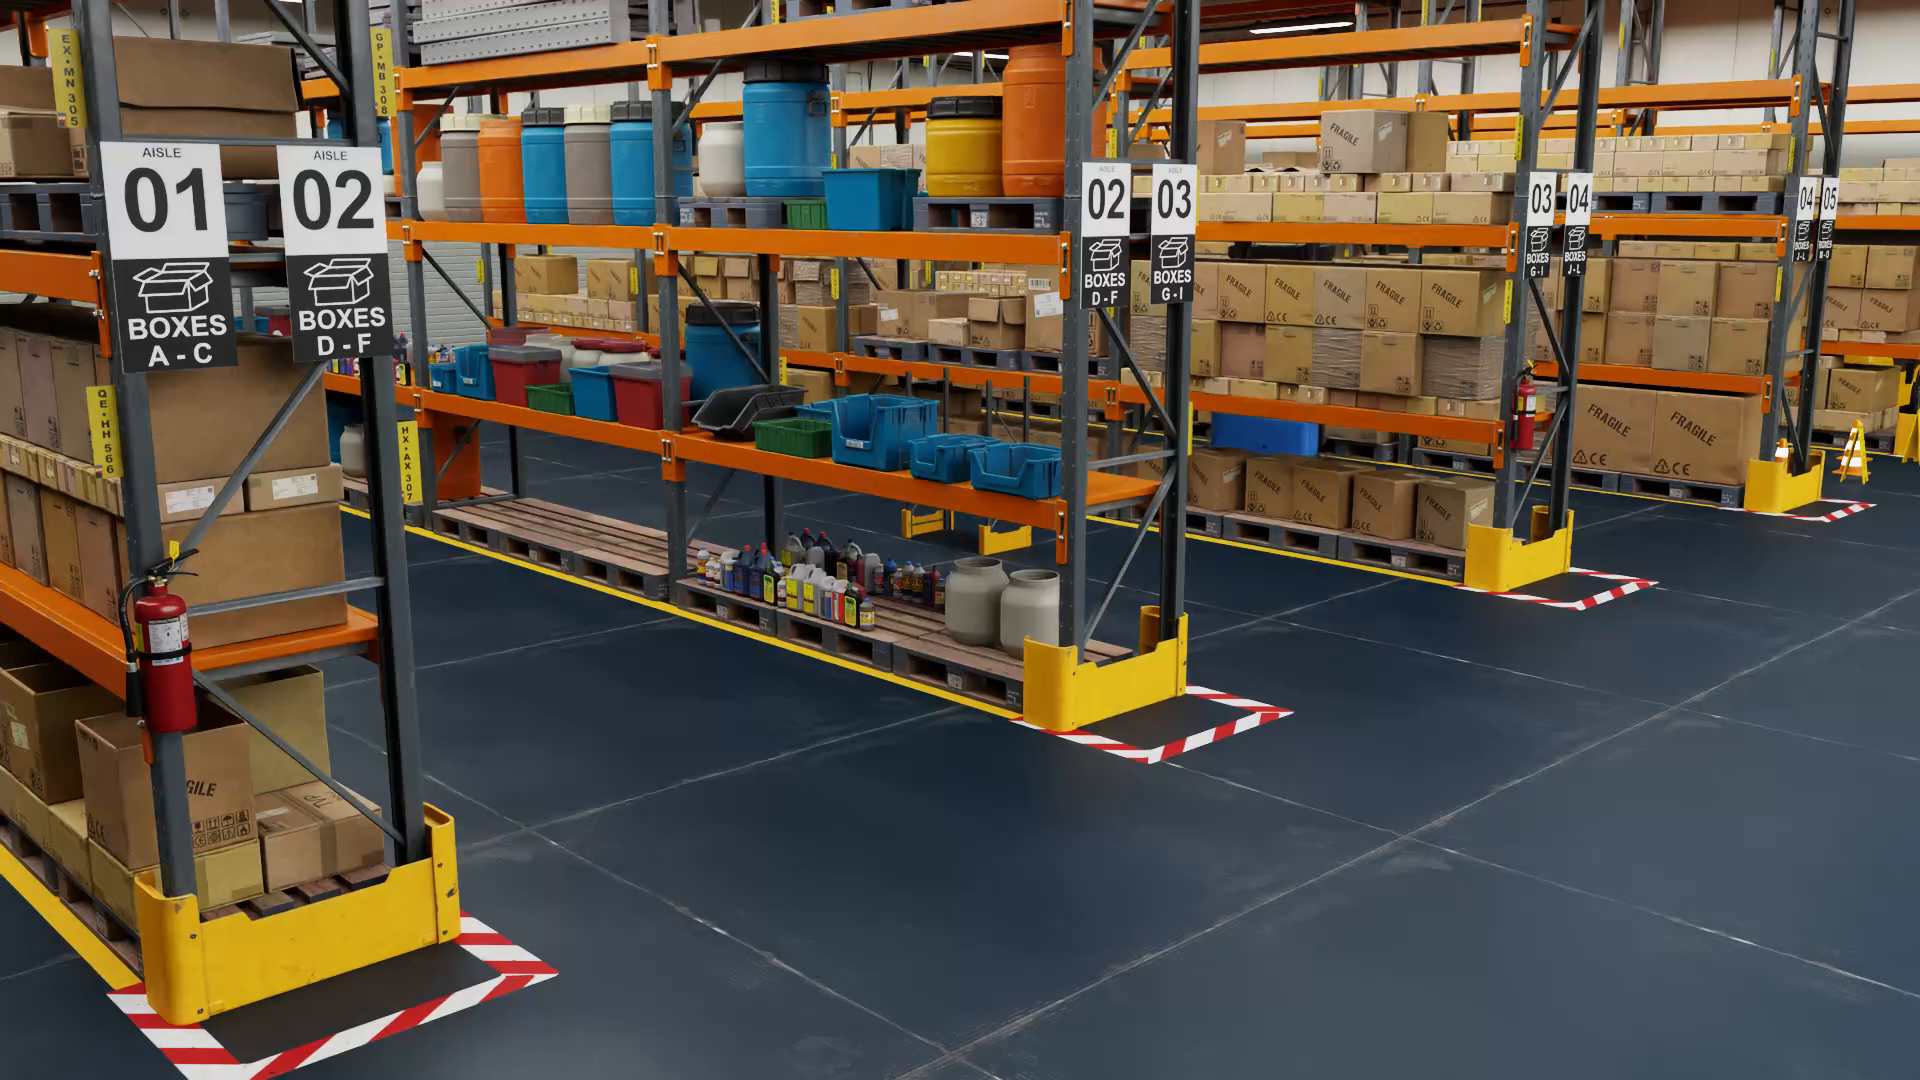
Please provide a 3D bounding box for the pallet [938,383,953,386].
[{"bbox_3d":[-0.565,-2.307,25.585,1.003,0.211,1.213,-11,16,-43],"label":"pallet"}]

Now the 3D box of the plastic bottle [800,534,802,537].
[{"bbox_3d":[-1.220,0.094,12.664,0.061,0.283,0.133,-10,15,-40],"label":"plastic bottle"}]

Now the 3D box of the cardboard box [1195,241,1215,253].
[{"bbox_3d":[3.902,-4.648,27.313,0.500,0.500,0.500,-11,16,-43],"label":"cardboard box"}]

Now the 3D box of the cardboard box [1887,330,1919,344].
[{"bbox_3d":[11.308,-2.434,19.917,0.380,0.149,0.250,-10,15,-41],"label":"cardboard box"}]

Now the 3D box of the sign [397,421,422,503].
[{"bbox_3d":[-2.208,-0.311,6.646,0.100,0.325,0.005,-11,16,-43],"label":"sign"}]

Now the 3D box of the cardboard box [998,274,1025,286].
[{"bbox_3d":[0.757,-3.643,23.270,0.380,0.149,0.250,-10,15,-40],"label":"cardboard box"}]

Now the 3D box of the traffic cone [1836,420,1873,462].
[{"bbox_3d":[10.491,-1.173,19.459,0.336,0.463,0.334,-11,16,-43],"label":"traffic cone"}]

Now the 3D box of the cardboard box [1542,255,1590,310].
[{"bbox_3d":[6.416,-2.794,17.990,0.875,0.550,0.550,-11,16,-43],"label":"cardboard box"}]

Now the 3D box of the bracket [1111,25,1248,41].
[{"bbox_3d":[4.870,-10.292,33.645,0.076,0.066,4.783,-11,16,-43],"label":"bracket"}]

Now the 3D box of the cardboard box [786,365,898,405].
[{"bbox_3d":[-1.432,-1.588,19.410,0.875,0.875,1.225,11,16,43],"label":"cardboard box"}]

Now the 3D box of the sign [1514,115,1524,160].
[{"bbox_3d":[4.139,-2.980,12.315,0.100,0.325,0.005,-11,16,-43],"label":"sign"}]

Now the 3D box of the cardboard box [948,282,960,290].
[{"bbox_3d":[0.044,-3.649,24.033,0.380,0.149,0.250,-11,16,-44],"label":"cardboard box"}]

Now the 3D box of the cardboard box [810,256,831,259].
[{"bbox_3d":[-2.024,-4.593,26.310,0.500,0.500,0.500,-11,16,-44],"label":"cardboard box"}]

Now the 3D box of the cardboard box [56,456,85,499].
[{"bbox_3d":[-3.546,-0.280,6.982,0.380,0.149,0.250,-11,16,-42],"label":"cardboard box"}]

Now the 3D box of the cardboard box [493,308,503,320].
[{"bbox_3d":[-6.489,-3.266,23.953,0.380,0.149,0.250,-11,16,-42],"label":"cardboard box"}]

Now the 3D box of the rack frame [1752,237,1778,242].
[{"bbox_3d":[12.546,-3.809,25.965,1.000,3.000,0.127,-11,16,-43],"label":"rack frame"}]

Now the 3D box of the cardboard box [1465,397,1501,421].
[{"bbox_3d":[4.208,-1.042,13.156,0.380,0.149,0.250,-11,16,-43],"label":"cardboard box"}]

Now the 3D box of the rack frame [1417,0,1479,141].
[{"bbox_3d":[5.449,-5.350,18.580,1.000,3.000,0.127,-11,16,-43],"label":"rack frame"}]

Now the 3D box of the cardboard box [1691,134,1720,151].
[{"bbox_3d":[7.385,-3.895,16.310,0.380,0.149,0.250,-11,16,-42],"label":"cardboard box"}]

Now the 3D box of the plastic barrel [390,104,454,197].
[{"bbox_3d":[-4.943,-3.598,15.401,0.600,0.830,0.708,-11,16,-43],"label":"plastic barrel"}]

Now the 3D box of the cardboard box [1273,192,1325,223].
[{"bbox_3d":[2.991,-2.804,14.024,0.500,0.250,0.500,-11,16,-44],"label":"cardboard box"}]

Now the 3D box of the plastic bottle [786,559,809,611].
[{"bbox_3d":[-1.109,0.302,11.487,0.144,0.351,0.185,-11,16,-43],"label":"plastic bottle"}]

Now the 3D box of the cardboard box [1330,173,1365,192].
[{"bbox_3d":[3.243,-2.931,13.653,0.250,0.149,0.380,11,16,42],"label":"cardboard box"}]

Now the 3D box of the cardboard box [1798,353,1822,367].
[{"bbox_3d":[10.506,-2.239,20.651,0.380,0.149,0.250,-11,16,-42],"label":"cardboard box"}]

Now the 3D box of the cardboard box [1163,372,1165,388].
[{"bbox_3d":[2.078,-1.468,15.227,0.380,0.149,0.250,-11,16,-43],"label":"cardboard box"}]

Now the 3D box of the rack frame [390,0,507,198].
[{"bbox_3d":[-4.553,-4.567,14.780,1.000,3.000,0.127,-11,16,-43],"label":"rack frame"}]

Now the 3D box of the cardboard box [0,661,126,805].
[{"bbox_3d":[-3.900,0.821,7.407,0.500,0.500,0.500,-11,16,-43],"label":"cardboard box"}]

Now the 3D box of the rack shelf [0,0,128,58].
[{"bbox_3d":[-3.995,-2.454,7.295,1.077,0.370,4.000,-11,16,-43],"label":"rack shelf"}]

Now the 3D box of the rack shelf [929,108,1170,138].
[{"bbox_3d":[1.305,-5.678,22.943,1.077,0.370,4.000,-11,16,-43],"label":"rack shelf"}]

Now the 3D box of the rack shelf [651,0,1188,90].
[{"bbox_3d":[-0.410,-3.144,10.643,1.077,0.370,4.000,-11,16,-43],"label":"rack shelf"}]

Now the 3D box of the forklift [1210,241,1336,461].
[{"bbox_3d":[3.507,-2.198,18.315,1.130,2.935,3.031,3,12,16],"label":"forklift"}]

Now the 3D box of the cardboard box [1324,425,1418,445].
[{"bbox_3d":[4.955,-1.594,19.749,1.050,0.750,0.750,-11,16,-43],"label":"cardboard box"}]

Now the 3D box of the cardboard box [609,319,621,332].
[{"bbox_3d":[-4.359,-2.817,21.771,0.380,0.149,0.250,-10,16,-41],"label":"cardboard box"}]

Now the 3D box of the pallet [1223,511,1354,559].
[{"bbox_3d":[3.128,-0.099,14.867,1.003,0.211,1.213,-11,16,-43],"label":"pallet"}]

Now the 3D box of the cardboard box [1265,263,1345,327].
[{"bbox_3d":[2.963,-2.102,14.216,0.500,0.500,0.500,-11,16,-43],"label":"cardboard box"}]

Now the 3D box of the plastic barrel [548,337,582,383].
[{"bbox_3d":[-3.397,-1.502,14.491,0.421,0.512,0.421,0,12,0],"label":"plastic barrel"}]

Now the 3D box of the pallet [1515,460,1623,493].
[{"bbox_3d":[6.764,-0.746,18.011,1.003,0.211,1.213,-11,16,-43],"label":"pallet"}]

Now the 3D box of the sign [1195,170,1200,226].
[{"bbox_3d":[1.373,-2.011,9.784,0.100,0.325,0.005,-11,16,-43],"label":"sign"}]

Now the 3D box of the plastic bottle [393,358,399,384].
[{"bbox_3d":[-5.300,-1.605,15.559,0.061,0.283,0.133,-11,16,-43],"label":"plastic bottle"}]

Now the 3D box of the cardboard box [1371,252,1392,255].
[{"bbox_3d":[7.552,-5.054,30.719,0.700,0.500,0.500,-11,16,-42],"label":"cardboard box"}]

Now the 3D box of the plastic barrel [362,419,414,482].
[{"bbox_3d":[-5.683,-0.888,16.721,0.600,0.588,0.708,-11,16,-43],"label":"plastic barrel"}]

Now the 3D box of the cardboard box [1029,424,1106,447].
[{"bbox_3d":[1.067,-0.892,16.910,0.700,0.500,0.500,-11,16,-43],"label":"cardboard box"}]

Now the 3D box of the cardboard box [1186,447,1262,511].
[{"bbox_3d":[2.440,-0.570,15.401,0.500,0.500,0.500,-5,13,-25],"label":"cardboard box"}]

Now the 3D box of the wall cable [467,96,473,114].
[{"bbox_3d":[-7.908,-9.306,29.809,2.277,5.999,0.120,-11,16,-43],"label":"wall cable"}]

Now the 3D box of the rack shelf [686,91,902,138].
[{"bbox_3d":[-2.352,-5.001,19.660,1.077,0.370,4.000,-11,16,-43],"label":"rack shelf"}]

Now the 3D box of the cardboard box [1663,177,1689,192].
[{"bbox_3d":[7.211,-3.542,16.568,0.380,0.149,0.250,-11,16,-42],"label":"cardboard box"}]

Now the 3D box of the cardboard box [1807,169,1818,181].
[{"bbox_3d":[10.471,-4.478,20.426,0.250,0.149,0.380,11,16,44],"label":"cardboard box"}]

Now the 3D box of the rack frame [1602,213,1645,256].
[{"bbox_3d":[8.959,-3.117,22.605,1.000,3.000,0.127,-11,16,-43],"label":"rack frame"}]

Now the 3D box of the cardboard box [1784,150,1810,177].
[{"bbox_3d":[8.063,-3.730,16.497,0.500,0.250,0.500,-11,16,-43],"label":"cardboard box"}]

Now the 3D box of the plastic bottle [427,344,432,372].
[{"bbox_3d":[-5.317,-1.830,16.679,0.097,0.271,0.097,0,12,0],"label":"plastic bottle"}]

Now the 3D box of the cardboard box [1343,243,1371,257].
[{"bbox_3d":[6.033,-4.345,25.842,0.500,0.500,0.500,11,16,43],"label":"cardboard box"}]

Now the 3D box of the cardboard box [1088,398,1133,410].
[{"bbox_3d":[2.043,-2.037,22.518,0.500,0.500,0.500,-11,16,-43],"label":"cardboard box"}]

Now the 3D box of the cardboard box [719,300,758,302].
[{"bbox_3d":[-2.543,-2.629,19.991,0.500,0.500,0.500,-10,16,-41],"label":"cardboard box"}]

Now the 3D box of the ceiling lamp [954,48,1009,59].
[{"bbox_3d":[0.725,-11.424,33.595,2.000,3.185,0.800,-11,16,-43],"label":"ceiling lamp"}]

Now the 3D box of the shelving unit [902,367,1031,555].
[{"bbox_3d":[0.053,-0.723,14.706,0.587,1.500,1.083,-11,16,-43],"label":"shelving unit"}]

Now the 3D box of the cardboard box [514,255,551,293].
[{"bbox_3d":[-6.014,-3.746,23.435,0.500,0.500,0.500,11,16,44],"label":"cardboard box"}]

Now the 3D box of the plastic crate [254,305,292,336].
[{"bbox_3d":[-7.751,-2.439,19.008,0.402,0.464,0.583,-11,16,-43],"label":"plastic crate"}]

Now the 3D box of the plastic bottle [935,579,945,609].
[{"bbox_3d":[-0.127,0.370,11.525,0.097,0.201,0.097,0,12,0],"label":"plastic bottle"}]
